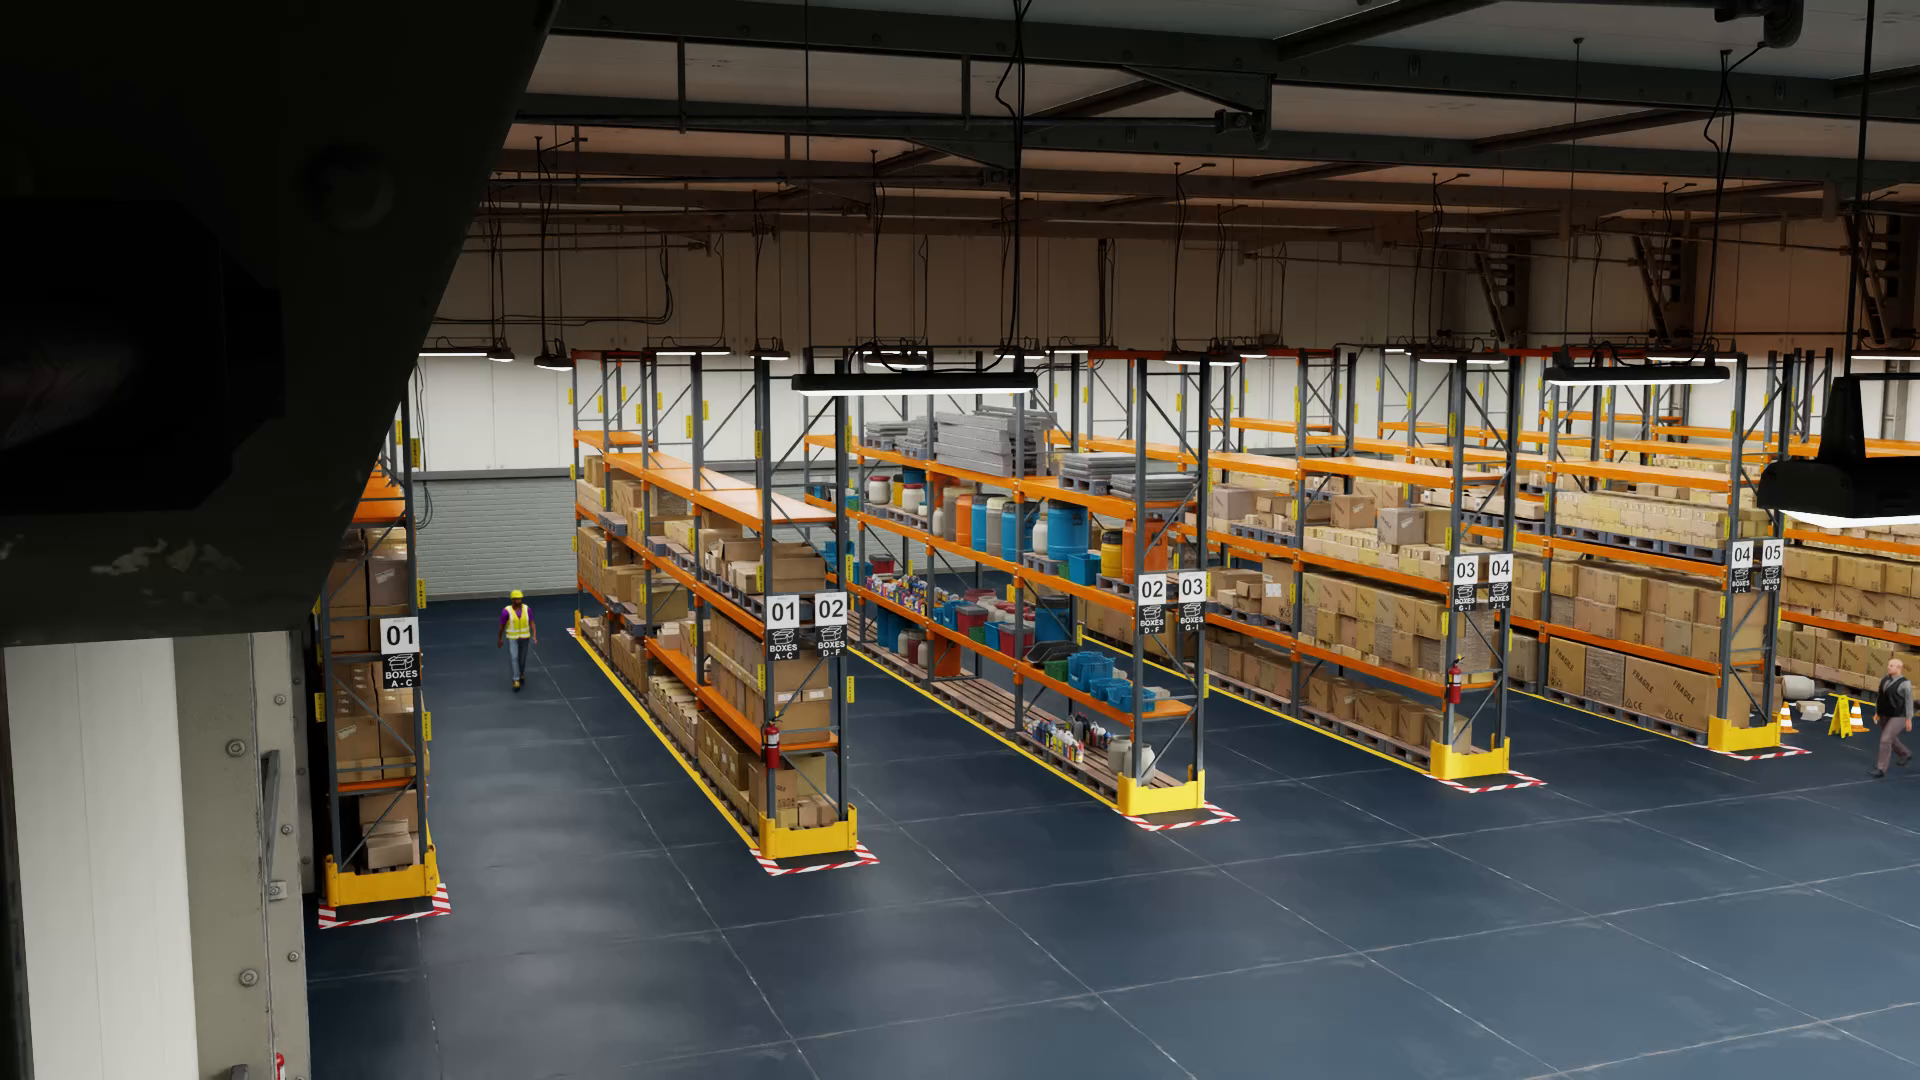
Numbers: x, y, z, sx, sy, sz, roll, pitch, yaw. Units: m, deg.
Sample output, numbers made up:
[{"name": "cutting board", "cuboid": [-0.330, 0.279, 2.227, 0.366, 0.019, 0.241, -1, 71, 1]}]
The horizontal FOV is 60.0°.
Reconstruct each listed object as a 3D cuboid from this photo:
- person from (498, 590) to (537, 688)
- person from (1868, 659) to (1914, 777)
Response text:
[{"name": "person", "cuboid": [-7.938, 1.752, 29.858, 0.655, 1.697, 1.092, -3, 8, -26]}, {"name": "person", "cuboid": [13.410, 2.533, 23.853, 0.999, 1.686, 0.542, -2, 8, -19]}]
